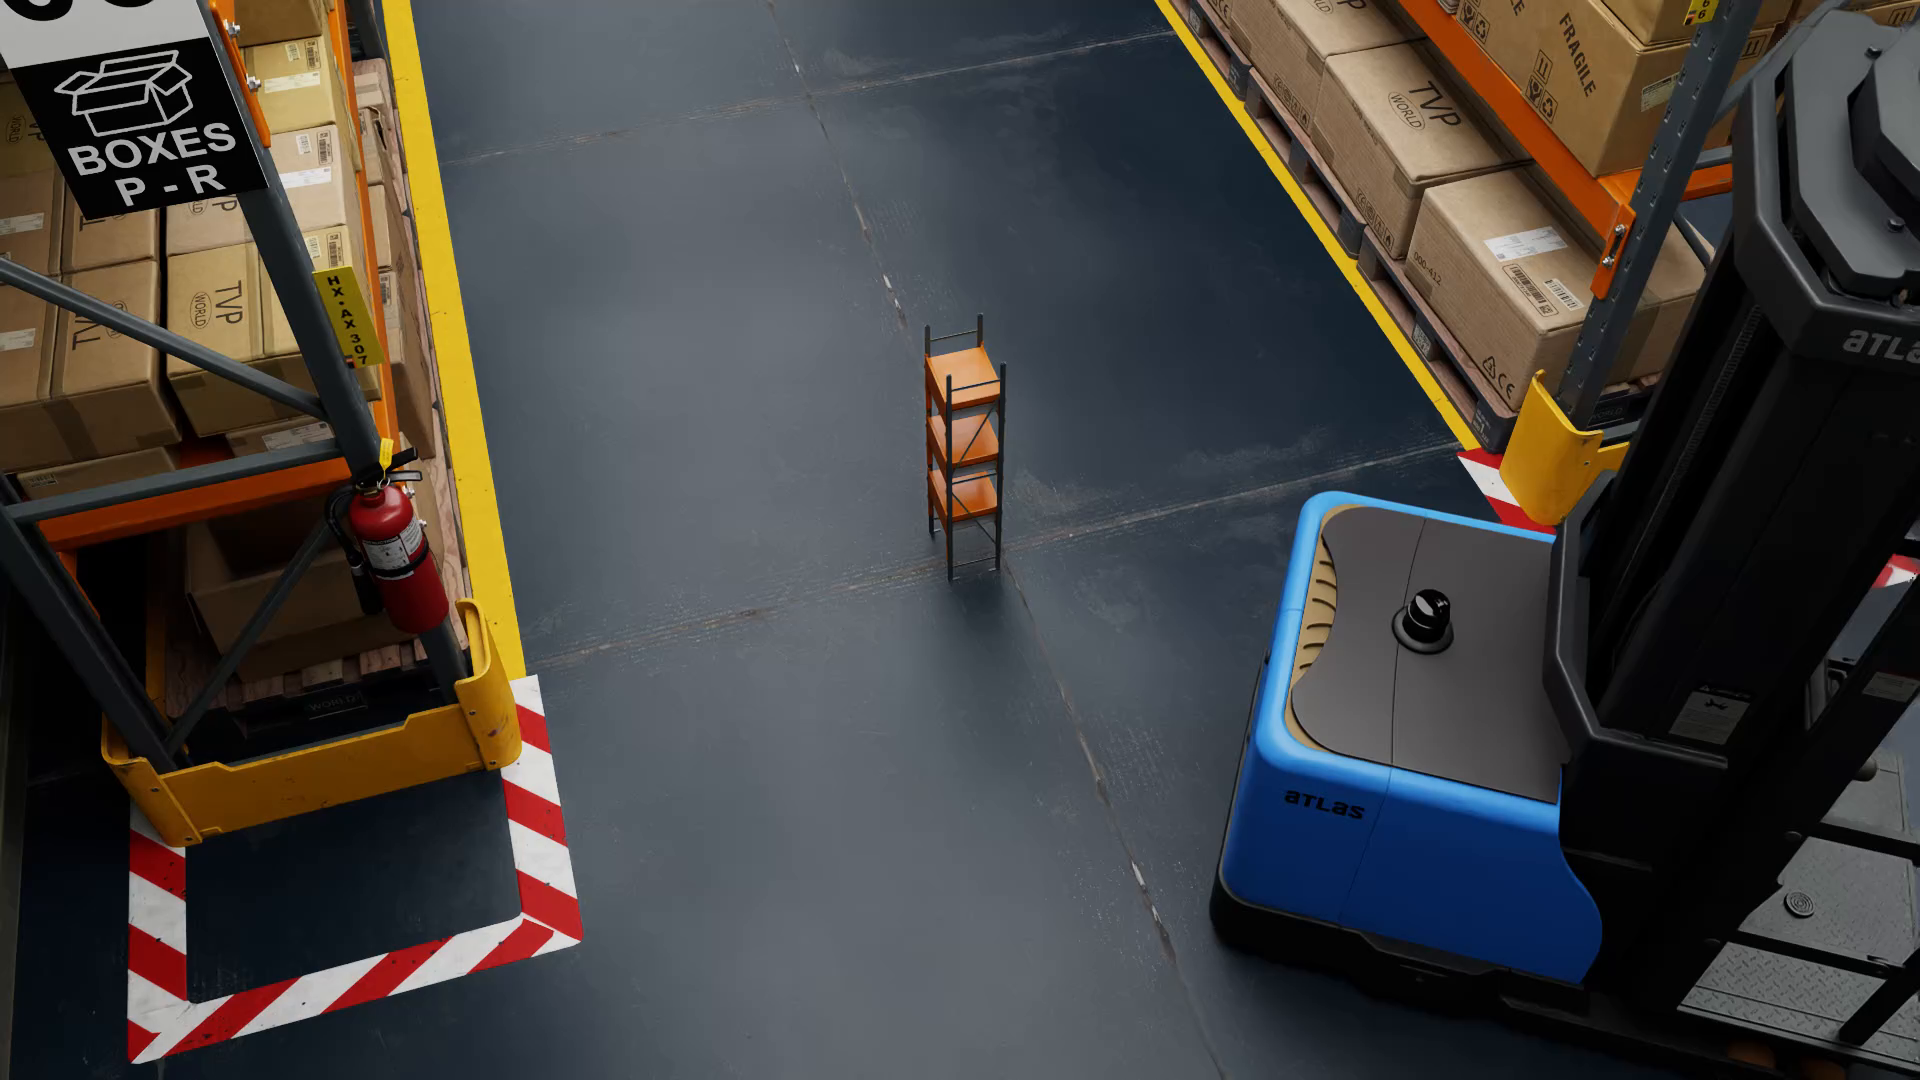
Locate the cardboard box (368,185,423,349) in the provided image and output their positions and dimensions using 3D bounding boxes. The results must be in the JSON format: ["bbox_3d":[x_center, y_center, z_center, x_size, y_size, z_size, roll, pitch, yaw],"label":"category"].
[{"bbox_3d":[-2.425,-0.995,6.487,0.500,0.500,0.500,-12,51,-10],"label":"cardboard box"}]

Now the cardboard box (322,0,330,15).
[{"bbox_3d":[-2.561,-2.078,5.943,0.500,0.250,0.500,-14,51,-11],"label":"cardboard box"}]

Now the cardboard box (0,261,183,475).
[{"bbox_3d":[-2.448,-0.479,4.595,0.500,0.250,0.500,-12,51,-10],"label":"cardboard box"}]

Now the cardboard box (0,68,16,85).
[{"bbox_3d":[-2.896,-1.600,5.541,0.500,0.250,0.500,-13,51,-11],"label":"cardboard box"}]

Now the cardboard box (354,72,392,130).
[{"bbox_3d":[-2.796,-1.953,7.524,0.380,0.149,0.250,-15,51,-12],"label":"cardboard box"}]

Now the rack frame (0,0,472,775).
[{"bbox_3d":[-2.059,-0.155,4.419,1.000,3.000,0.127,-13,51,-11],"label":"rack frame"}]

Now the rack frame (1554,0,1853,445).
[{"bbox_3d":[2.682,-1.280,5.368,1.000,3.000,0.127,-13,51,-11],"label":"rack frame"}]

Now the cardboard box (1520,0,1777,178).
[{"bbox_3d":[2.287,-1.605,5.576,0.500,0.500,0.500,-13,51,-11],"label":"cardboard box"}]

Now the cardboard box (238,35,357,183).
[{"bbox_3d":[-2.238,-1.333,5.315,0.500,0.250,0.500,-14,51,-12],"label":"cardboard box"}]

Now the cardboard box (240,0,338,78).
[{"bbox_3d":[-2.409,-1.702,5.626,0.500,0.250,0.500,-15,51,-12],"label":"cardboard box"}]

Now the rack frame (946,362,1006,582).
[{"bbox_3d":[0.052,-0.210,5.741,0.200,1.050,0.008,-13,51,-11],"label":"rack frame"}]

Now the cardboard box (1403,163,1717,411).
[{"bbox_3d":[2.391,-1.049,6.574,0.875,0.438,0.875,-15,51,-12],"label":"cardboard box"}]

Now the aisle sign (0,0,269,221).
[{"bbox_3d":[-1.758,-1.010,3.439,0.394,0.787,0.004,-13,51,-11],"label":"aisle sign"}]

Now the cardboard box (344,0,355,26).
[{"bbox_3d":[-3.170,-2.811,8.018,0.500,0.500,0.500,-11,51,-9],"label":"cardboard box"}]

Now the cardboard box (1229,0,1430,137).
[{"bbox_3d":[1.848,-2.375,7.691,0.875,0.438,0.875,-15,51,-12],"label":"cardboard box"}]

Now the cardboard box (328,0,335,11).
[{"bbox_3d":[-2.554,-2.073,6.200,0.380,0.149,0.250,-14,51,-12],"label":"cardboard box"}]

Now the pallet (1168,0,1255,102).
[{"bbox_3d":[1.649,-2.730,8.413,1.003,0.211,1.213,-13,51,-11],"label":"pallet"}]

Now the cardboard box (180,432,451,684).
[{"bbox_3d":[-2.149,0.046,5.608,0.797,0.503,0.637,-15,52,-12],"label":"cardboard box"}]

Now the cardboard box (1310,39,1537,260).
[{"bbox_3d":[2.113,-1.716,7.136,0.875,0.438,0.875,-12,51,-10],"label":"cardboard box"}]

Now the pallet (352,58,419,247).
[{"bbox_3d":[-3.039,-1.676,7.525,1.003,0.211,1.213,-13,51,-11],"label":"pallet"}]

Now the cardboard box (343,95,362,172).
[{"bbox_3d":[-2.227,-1.329,5.573,0.380,0.149,0.250,-15,51,-12],"label":"cardboard box"}]

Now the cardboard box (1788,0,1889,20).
[{"bbox_3d":[2.812,-2.050,5.297,0.500,0.500,0.500,-14,51,-12],"label":"cardboard box"}]

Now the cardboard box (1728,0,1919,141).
[{"bbox_3d":[2.814,-1.728,5.680,0.500,0.500,0.500,-14,51,-11],"label":"cardboard box"}]

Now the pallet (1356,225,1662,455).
[{"bbox_3d":[2.371,-0.948,6.911,1.003,0.211,1.213,-13,51,-11],"label":"pallet"}]

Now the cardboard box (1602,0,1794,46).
[{"bbox_3d":[2.312,-1.933,5.198,0.500,0.500,0.500,-12,51,-10],"label":"cardboard box"}]

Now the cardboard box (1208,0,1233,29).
[{"bbox_3d":[1.582,-3.029,8.242,0.875,0.438,0.875,-14,51,-12],"label":"cardboard box"}]

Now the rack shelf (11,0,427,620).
[{"bbox_3d":[-2.650,-1.384,5.926,1.077,0.370,4.000,-13,51,-11],"label":"rack shelf"}]

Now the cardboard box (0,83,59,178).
[{"bbox_3d":[-2.741,-1.218,5.219,0.500,0.250,0.500,-12,51,-10],"label":"cardboard box"}]

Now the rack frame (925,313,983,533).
[{"bbox_3d":[-0.020,-0.388,5.891,0.200,1.050,0.008,-13,51,-11],"label":"rack frame"}]

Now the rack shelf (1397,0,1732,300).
[{"bbox_3d":[2.091,-2.509,6.874,1.077,0.370,4.000,-13,51,-11],"label":"rack shelf"}]

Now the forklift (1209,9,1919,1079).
[{"bbox_3d":[2.352,0.251,4.121,3.031,2.935,1.130,12,51,10],"label":"forklift"}]

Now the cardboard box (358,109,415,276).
[{"bbox_3d":[-2.672,-1.345,6.782,0.700,0.500,0.500,-15,52,-12],"label":"cardboard box"}]

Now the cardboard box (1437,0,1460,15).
[{"bbox_3d":[1.991,-2.349,6.203,0.500,0.500,0.500,-12,51,-10],"label":"cardboard box"}]

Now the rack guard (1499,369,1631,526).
[{"bbox_3d":[2.689,-0.457,6.308,1.175,0.500,0.348,-13,51,-11],"label":"rack guard"}]

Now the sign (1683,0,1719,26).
[{"bbox_3d":[2.160,-1.617,4.739,0.100,0.325,0.005,-13,51,-11],"label":"sign"}]

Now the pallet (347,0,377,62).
[{"bbox_3d":[-3.518,-2.764,8.442,1.003,0.211,1.213,-13,51,-11],"label":"pallet"}]

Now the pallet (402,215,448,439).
[{"bbox_3d":[-2.675,-0.784,6.773,1.003,0.211,1.213,-13,51,-11],"label":"pallet"}]

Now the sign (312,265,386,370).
[{"bbox_3d":[-1.540,-0.557,4.192,0.100,0.325,0.005,-13,51,-11],"label":"sign"}]

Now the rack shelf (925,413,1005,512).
[{"bbox_3d":[0.016,-0.292,5.824,0.215,0.259,0.240,-13,51,-11],"label":"rack shelf"}]

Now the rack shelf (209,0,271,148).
[{"bbox_3d":[-2.650,-2.351,4.779,1.077,0.370,4.000,-13,51,-11],"label":"rack shelf"}]

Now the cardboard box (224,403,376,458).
[{"bbox_3d":[-1.894,-0.377,4.770,0.380,0.149,0.250,-14,51,-11],"label":"cardboard box"}]

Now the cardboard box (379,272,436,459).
[{"bbox_3d":[-2.365,-0.586,6.143,0.700,0.500,0.500,-11,51,-9],"label":"cardboard box"}]

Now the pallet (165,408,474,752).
[{"bbox_3d":[-2.318,0.106,6.023,1.003,0.211,1.213,-13,51,-11],"label":"pallet"}]

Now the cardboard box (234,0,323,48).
[{"bbox_3d":[-2.379,-1.932,5.330,0.500,0.500,0.500,-12,51,-10],"label":"cardboard box"}]

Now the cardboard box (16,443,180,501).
[{"bbox_3d":[-2.413,-0.256,4.668,0.380,0.149,0.250,-14,51,-11],"label":"cardboard box"}]

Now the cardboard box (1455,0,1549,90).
[{"bbox_3d":[2.152,-1.975,5.888,0.500,0.500,0.500,-14,51,-12],"label":"cardboard box"}]

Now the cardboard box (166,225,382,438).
[{"bbox_3d":[-1.935,-0.595,4.693,0.500,0.250,0.500,-13,51,-11],"label":"cardboard box"}]

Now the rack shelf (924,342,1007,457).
[{"bbox_3d":[0.016,-0.475,5.607,0.215,0.259,0.240,-13,51,-11],"label":"rack shelf"}]

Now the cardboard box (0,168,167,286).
[{"bbox_3d":[-2.599,-0.856,4.913,0.500,0.250,0.500,-13,51,-11],"label":"cardboard box"}]

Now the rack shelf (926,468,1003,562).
[{"bbox_3d":[0.016,-0.113,6.036,0.215,0.259,0.240,-13,51,-11],"label":"rack shelf"}]

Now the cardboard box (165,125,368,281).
[{"bbox_3d":[-2.085,-0.963,5.004,0.500,0.250,0.500,-13,51,-11],"label":"cardboard box"}]

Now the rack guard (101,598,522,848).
[{"bbox_3d":[-2.081,0.595,5.422,1.175,0.500,0.348,-13,51,-11],"label":"rack guard"}]

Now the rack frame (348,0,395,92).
[{"bbox_3d":[-3.241,-3.077,6.882,1.000,3.000,0.127,-13,51,-11],"label":"rack frame"}]

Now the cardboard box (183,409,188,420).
[{"bbox_3d":[-2.429,-0.455,4.836,0.380,0.149,0.250,-12,51,-10],"label":"cardboard box"}]

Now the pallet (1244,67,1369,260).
[{"bbox_3d":[2.014,-1.837,7.661,1.003,0.211,1.213,-13,51,-11],"label":"pallet"}]

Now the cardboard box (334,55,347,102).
[{"bbox_3d":[-2.325,-1.516,5.731,0.380,0.149,0.250,-12,51,-10],"label":"cardboard box"}]

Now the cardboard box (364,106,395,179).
[{"bbox_3d":[-2.691,-1.730,7.260,0.396,0.266,0.258,-12,51,-10],"label":"cardboard box"}]

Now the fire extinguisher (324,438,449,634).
[{"bbox_3d":[-1.574,-0.007,4.589,0.296,0.674,0.183,-13,51,-11],"label":"fire extinguisher"}]

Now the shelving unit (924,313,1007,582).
[{"bbox_3d":[0.016,-0.299,5.816,0.215,1.050,0.252,-13,51,-11],"label":"shelving unit"}]
